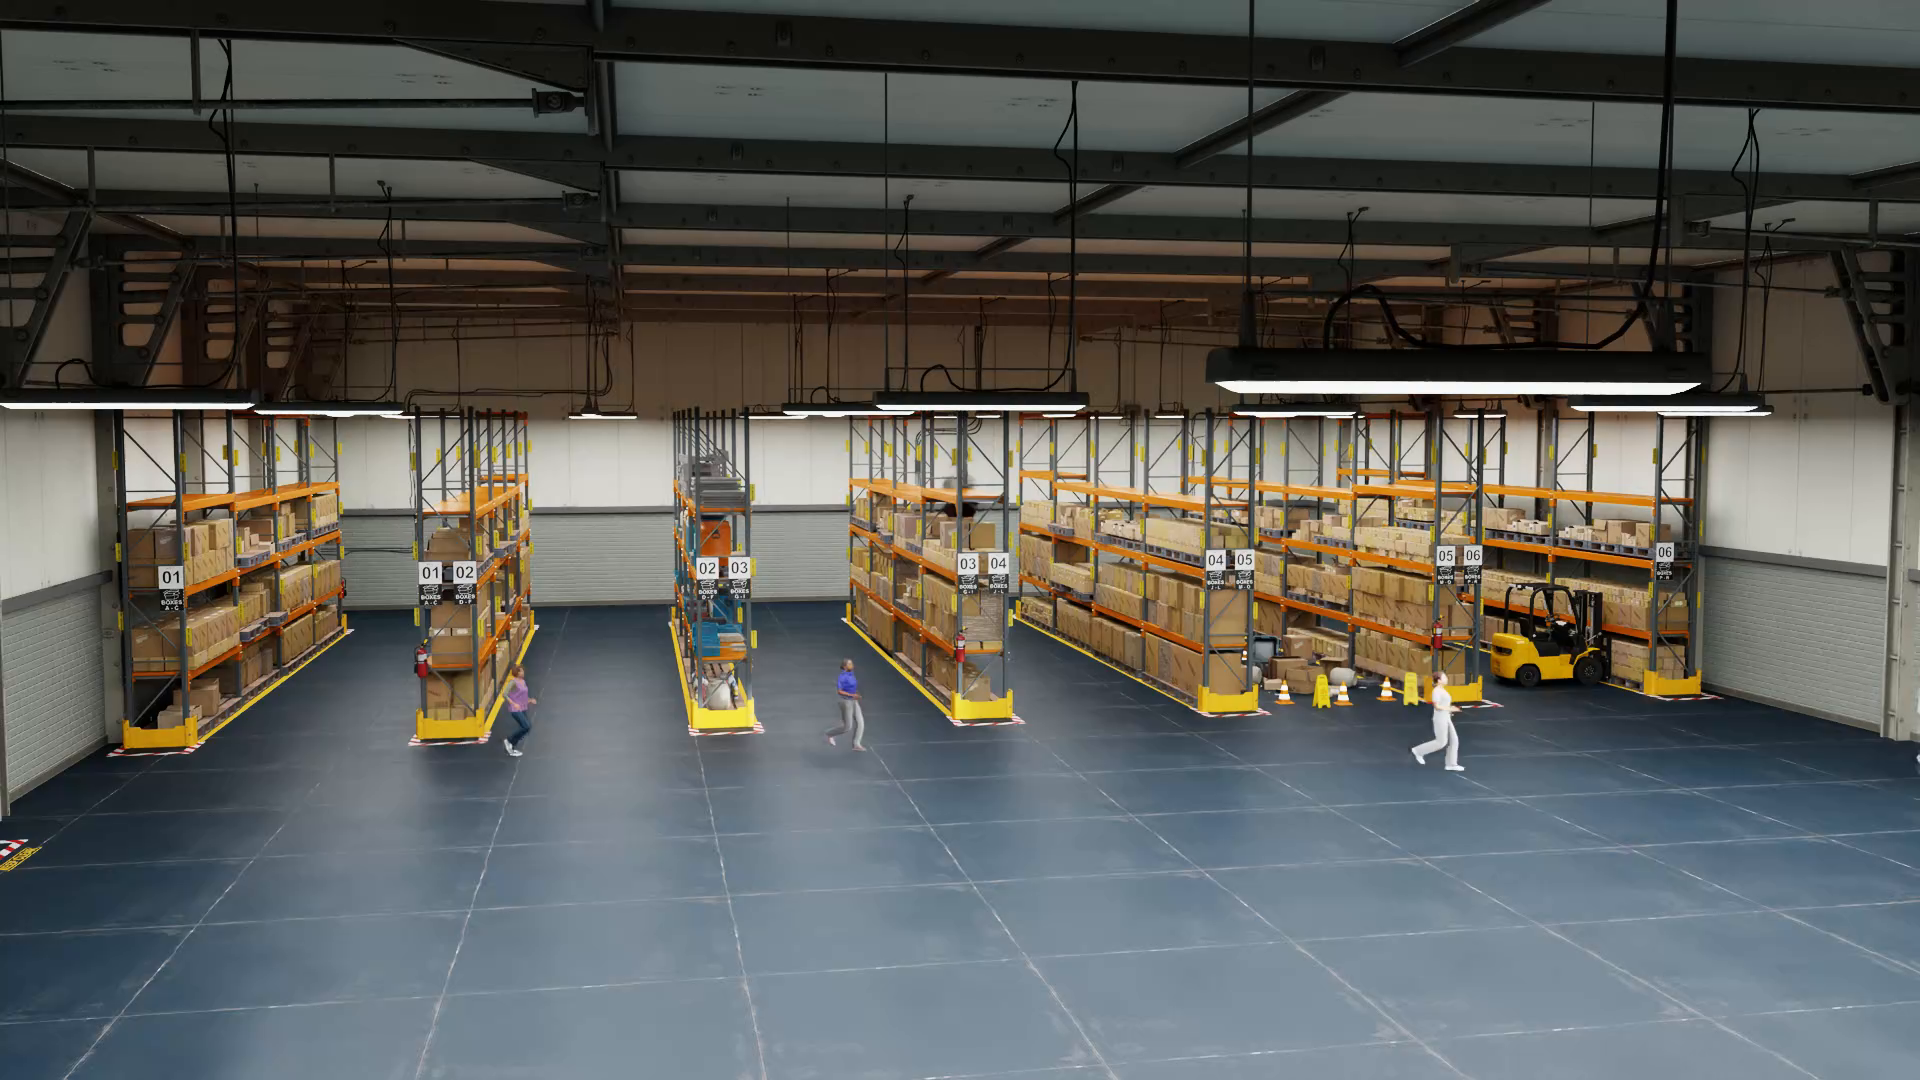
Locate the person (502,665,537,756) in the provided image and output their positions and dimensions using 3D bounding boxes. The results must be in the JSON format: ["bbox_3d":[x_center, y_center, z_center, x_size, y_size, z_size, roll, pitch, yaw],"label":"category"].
[{"bbox_3d":[-7.519,2.927,28.427,0.521,1.534,0.518,1,4,10],"label":"person"}]

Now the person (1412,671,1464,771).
[{"bbox_3d":[7.873,2.959,27.304,0.833,1.637,0.576,2,5,26],"label":"person"}]

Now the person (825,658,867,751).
[{"bbox_3d":[-1.964,2.857,28.910,0.761,1.615,0.585,2,4,21],"label":"person"}]
